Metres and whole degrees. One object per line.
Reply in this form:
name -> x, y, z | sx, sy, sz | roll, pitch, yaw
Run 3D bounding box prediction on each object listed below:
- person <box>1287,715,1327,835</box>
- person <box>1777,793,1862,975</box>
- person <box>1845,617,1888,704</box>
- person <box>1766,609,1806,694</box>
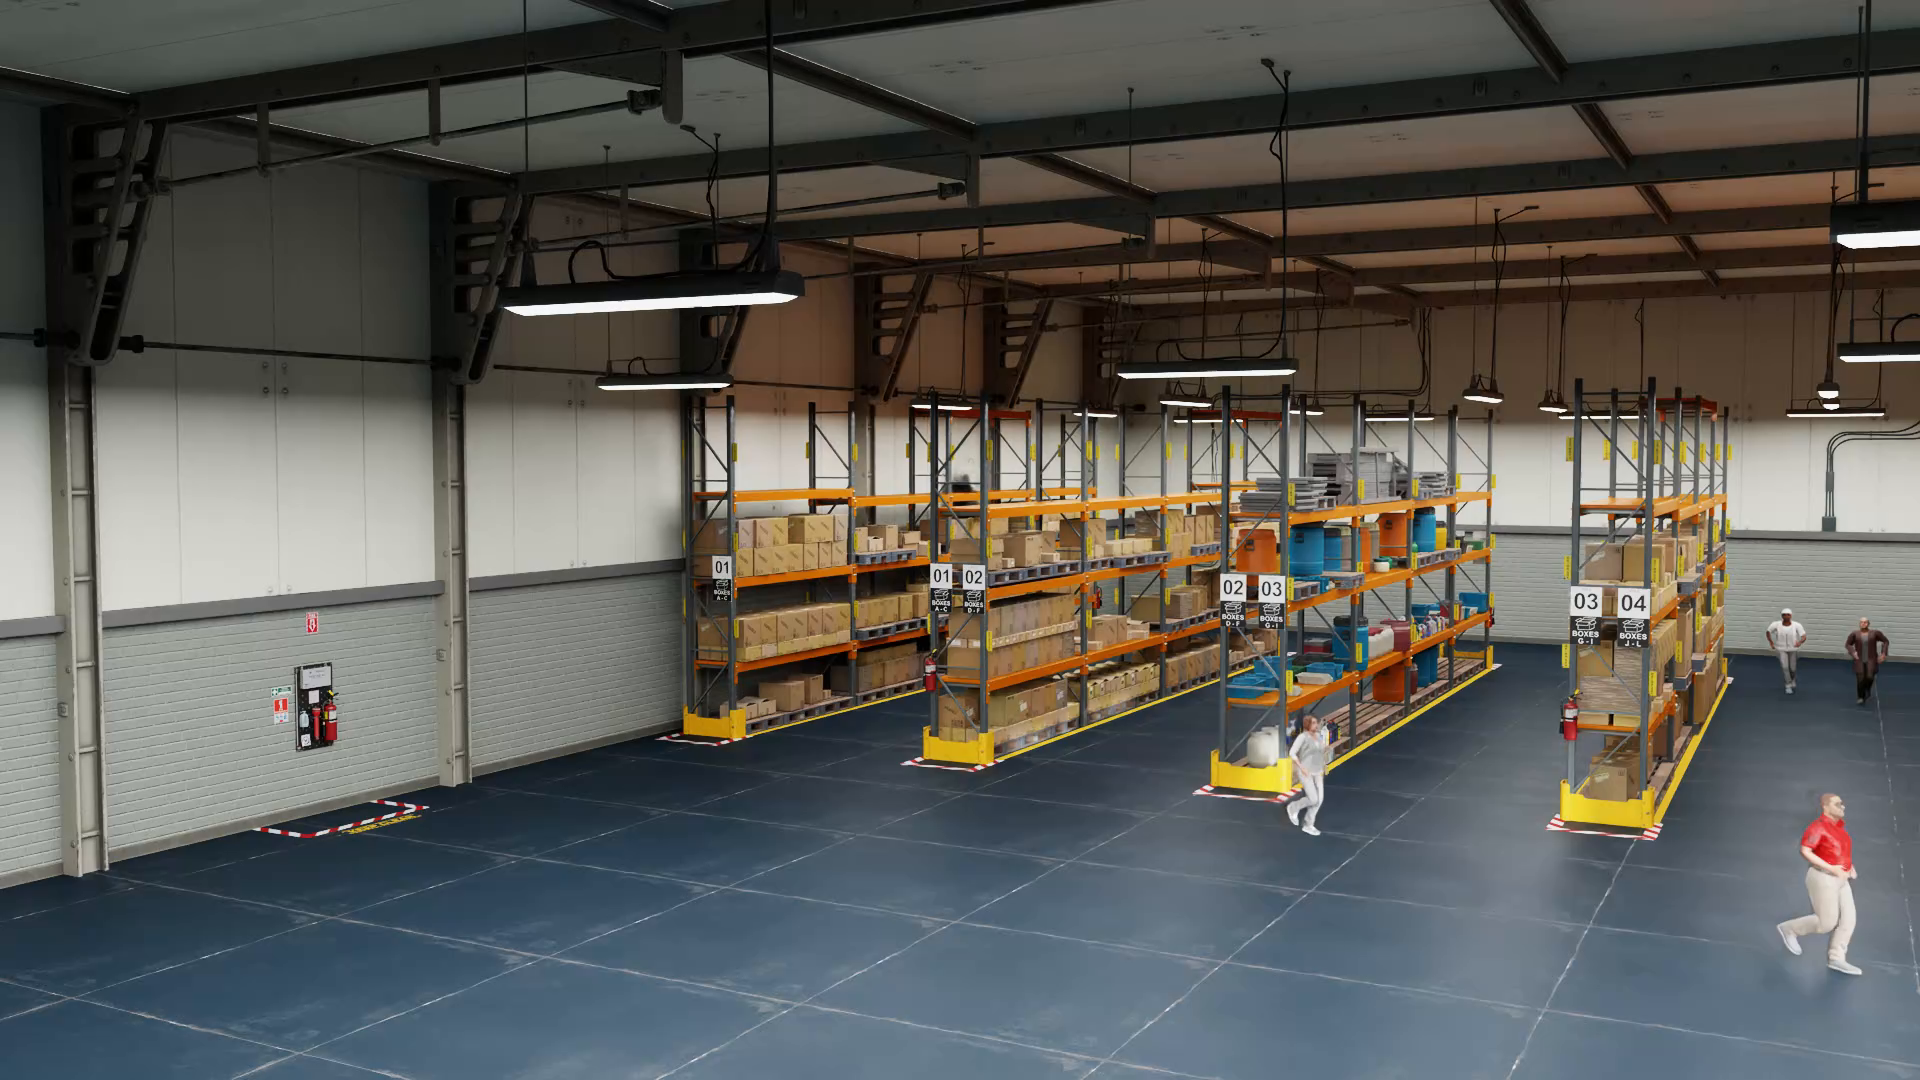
person -> 4.553, 3.076, 21.892 | 0.530, 1.565, 0.506 | -2, 4, -35
person -> 8.391, 3.298, 16.151 | 0.660, 1.699, 0.772 | -2, 4, -36
person -> 17.955, 2.405, 32.963 | 0.749, 1.737, 0.691 | 2, 4, 32
person -> 17.266, 2.305, 34.770 | 0.750, 1.757, 0.815 | 1, 3, 23
